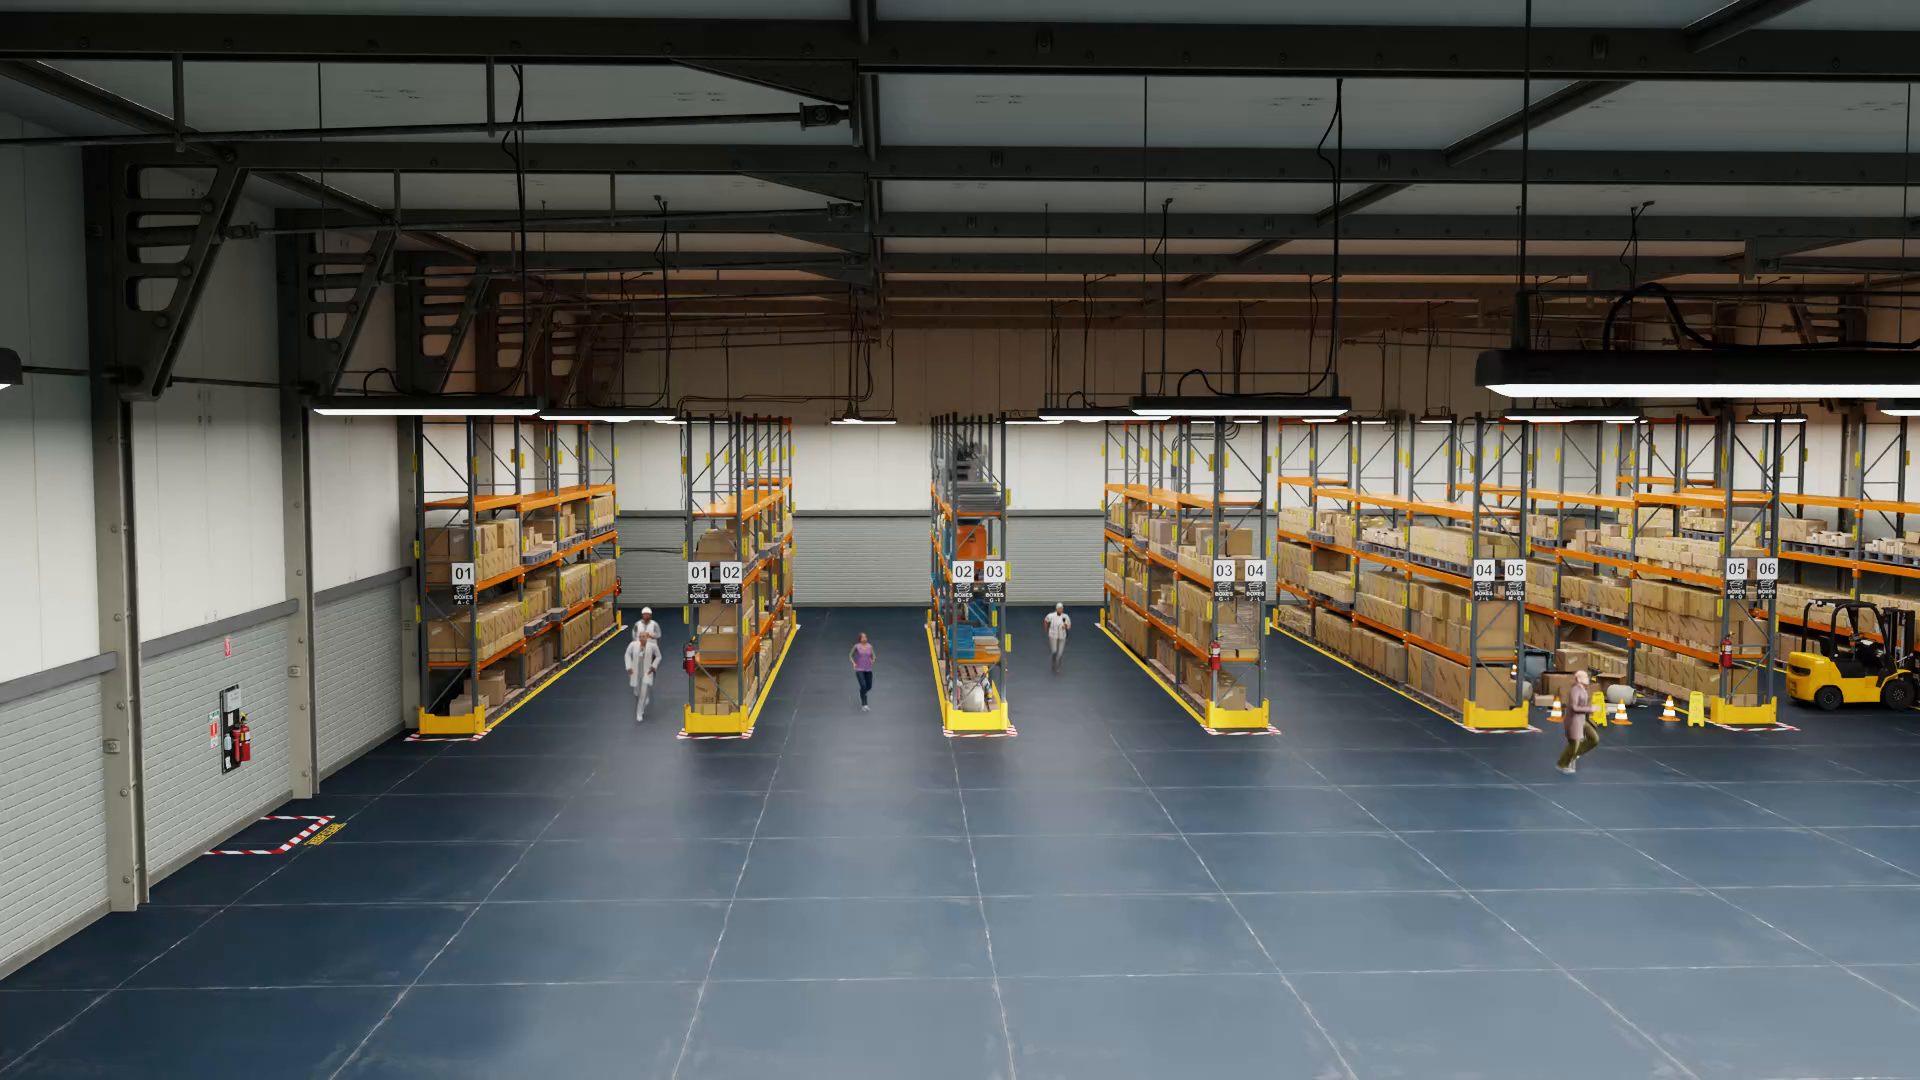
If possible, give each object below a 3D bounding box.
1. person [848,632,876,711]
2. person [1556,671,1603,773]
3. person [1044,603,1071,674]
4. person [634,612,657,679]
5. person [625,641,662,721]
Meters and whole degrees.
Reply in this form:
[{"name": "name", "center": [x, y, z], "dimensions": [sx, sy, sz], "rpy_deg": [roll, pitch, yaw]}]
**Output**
[{"name": "person", "center": [-1.976, 2.646, 33.698], "dimensions": [0.547, 1.562, 0.755], "rpy_deg": [-1, 4, -21]}, {"name": "person", "center": [10.157, 2.988, 27.263], "dimensions": [0.793, 1.726, 0.712], "rpy_deg": [3, 5, 41]}, {"name": "person", "center": [2.265, 2.285, 38.530], "dimensions": [0.588, 1.658, 0.726], "rpy_deg": [0, 4, -7]}, {"name": "person", "center": [-6.848, 2.328, 36.130], "dimensions": [0.528, 1.636, 0.813], "rpy_deg": [0, 4, -5]}, {"name": "person", "center": [-6.239, 2.739, 32.799], "dimensions": [0.718, 1.568, 0.938], "rpy_deg": [0, 4, 1]}]
